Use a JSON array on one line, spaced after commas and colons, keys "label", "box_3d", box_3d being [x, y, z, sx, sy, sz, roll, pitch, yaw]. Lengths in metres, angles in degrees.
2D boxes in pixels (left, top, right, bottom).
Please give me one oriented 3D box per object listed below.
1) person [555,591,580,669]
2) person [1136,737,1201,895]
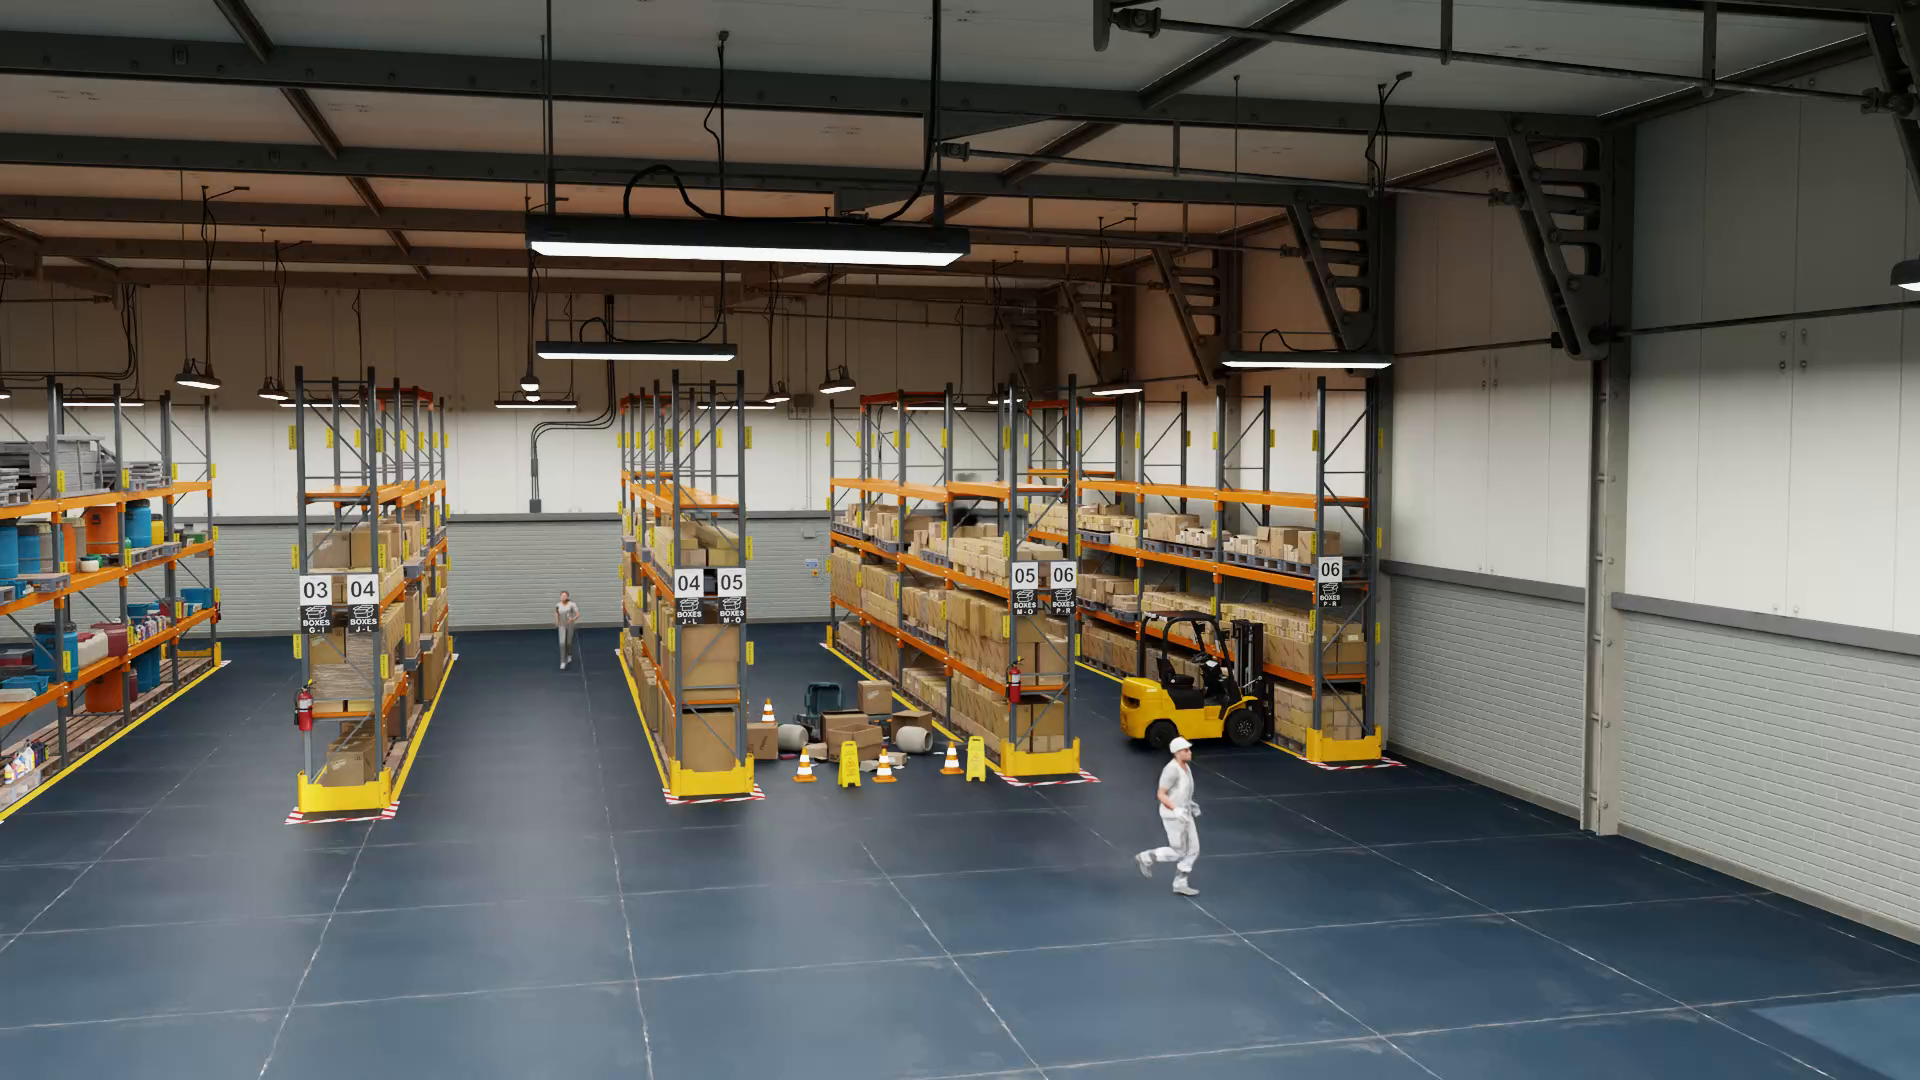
[{"label": "person", "box_3d": [-8.710, 1.963, 36.893, 0.563, 1.696, 0.839, 0, 3, -4]}, {"label": "person", "box_3d": [2.324, 3.038, 18.408, 0.711, 1.738, 0.646, 2, 4, 30]}]
